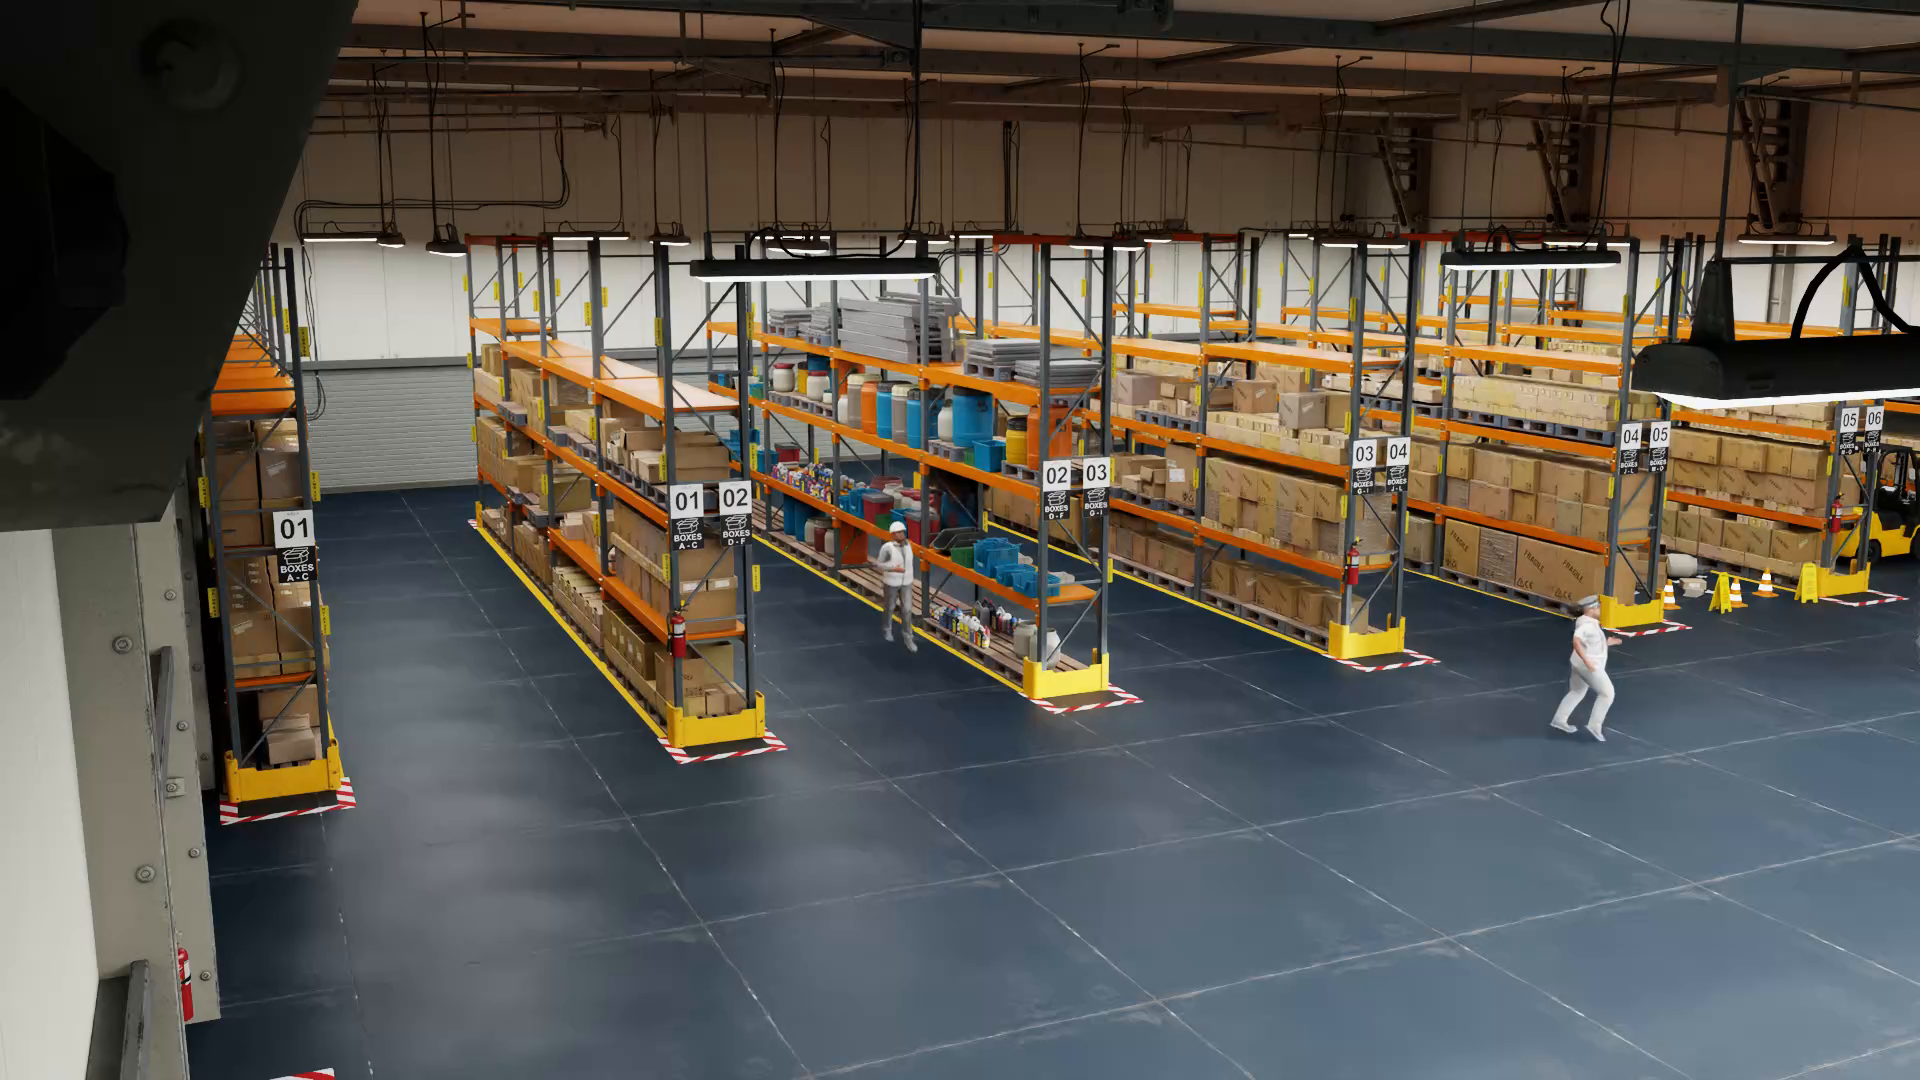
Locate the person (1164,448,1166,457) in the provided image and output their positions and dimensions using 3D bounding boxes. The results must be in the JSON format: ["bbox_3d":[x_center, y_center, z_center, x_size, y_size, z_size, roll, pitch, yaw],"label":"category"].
[{"bbox_3d":[5.292,-2.424,41.263,0.579,1.667,0.525,-10,15,-41],"label":"person"}]

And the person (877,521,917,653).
[{"bbox_3d":[-0.901,0.642,23.667,0.640,1.842,0.760,-5,12,-25],"label":"person"}]

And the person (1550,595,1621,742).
[{"bbox_3d":[7.704,1.581,20.398,0.768,1.844,0.631,0,11,1],"label":"person"}]
